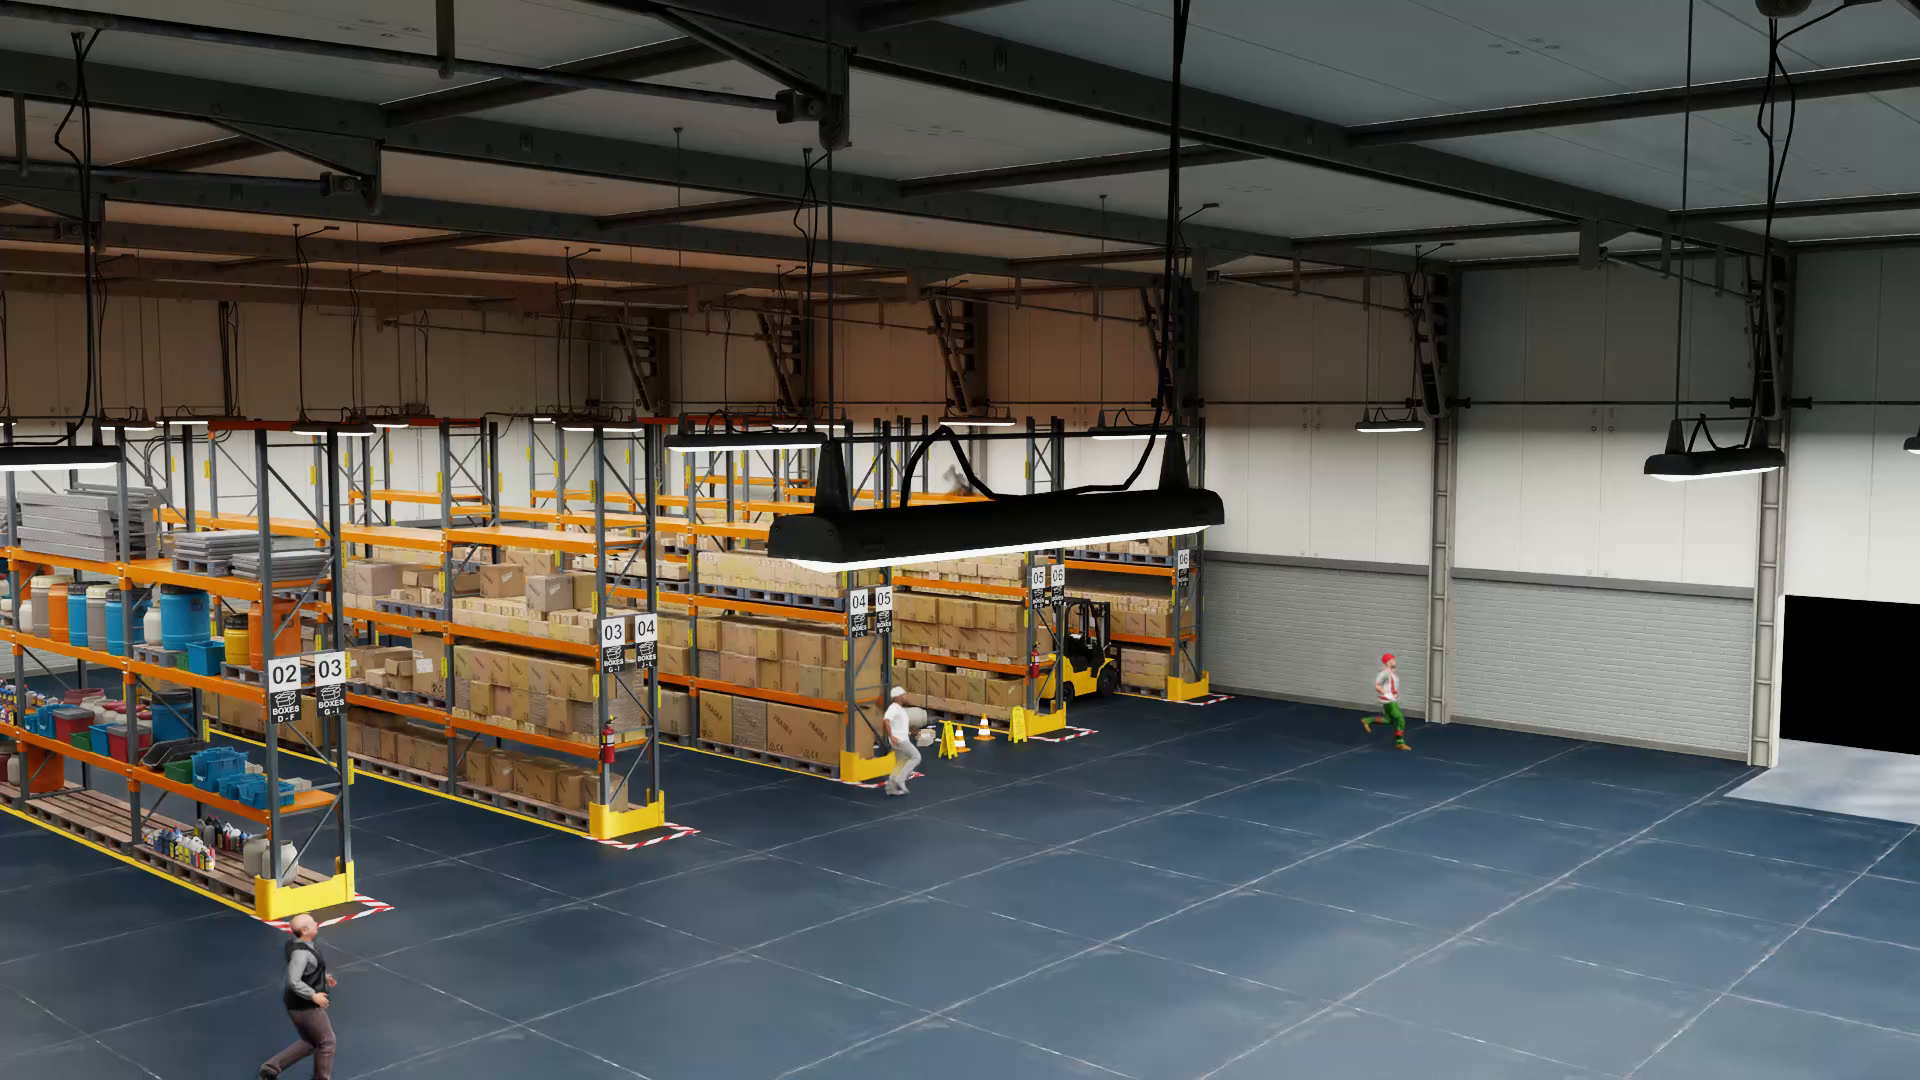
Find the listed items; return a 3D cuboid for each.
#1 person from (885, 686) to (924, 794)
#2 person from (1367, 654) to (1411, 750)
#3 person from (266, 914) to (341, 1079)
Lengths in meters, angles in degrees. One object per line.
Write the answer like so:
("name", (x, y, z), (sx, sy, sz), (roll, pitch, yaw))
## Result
("person", (-0.899, 3.218, 26.881), (0.622, 1.723, 0.696), (0, 5, -4))
("person", (7.860, 2.949, 30.457), (0.829, 1.745, 0.663), (2, 5, 24))
("person", (-5.922, 4.235, 15.061), (0.682, 1.701, 0.671), (-3, 5, -29))
